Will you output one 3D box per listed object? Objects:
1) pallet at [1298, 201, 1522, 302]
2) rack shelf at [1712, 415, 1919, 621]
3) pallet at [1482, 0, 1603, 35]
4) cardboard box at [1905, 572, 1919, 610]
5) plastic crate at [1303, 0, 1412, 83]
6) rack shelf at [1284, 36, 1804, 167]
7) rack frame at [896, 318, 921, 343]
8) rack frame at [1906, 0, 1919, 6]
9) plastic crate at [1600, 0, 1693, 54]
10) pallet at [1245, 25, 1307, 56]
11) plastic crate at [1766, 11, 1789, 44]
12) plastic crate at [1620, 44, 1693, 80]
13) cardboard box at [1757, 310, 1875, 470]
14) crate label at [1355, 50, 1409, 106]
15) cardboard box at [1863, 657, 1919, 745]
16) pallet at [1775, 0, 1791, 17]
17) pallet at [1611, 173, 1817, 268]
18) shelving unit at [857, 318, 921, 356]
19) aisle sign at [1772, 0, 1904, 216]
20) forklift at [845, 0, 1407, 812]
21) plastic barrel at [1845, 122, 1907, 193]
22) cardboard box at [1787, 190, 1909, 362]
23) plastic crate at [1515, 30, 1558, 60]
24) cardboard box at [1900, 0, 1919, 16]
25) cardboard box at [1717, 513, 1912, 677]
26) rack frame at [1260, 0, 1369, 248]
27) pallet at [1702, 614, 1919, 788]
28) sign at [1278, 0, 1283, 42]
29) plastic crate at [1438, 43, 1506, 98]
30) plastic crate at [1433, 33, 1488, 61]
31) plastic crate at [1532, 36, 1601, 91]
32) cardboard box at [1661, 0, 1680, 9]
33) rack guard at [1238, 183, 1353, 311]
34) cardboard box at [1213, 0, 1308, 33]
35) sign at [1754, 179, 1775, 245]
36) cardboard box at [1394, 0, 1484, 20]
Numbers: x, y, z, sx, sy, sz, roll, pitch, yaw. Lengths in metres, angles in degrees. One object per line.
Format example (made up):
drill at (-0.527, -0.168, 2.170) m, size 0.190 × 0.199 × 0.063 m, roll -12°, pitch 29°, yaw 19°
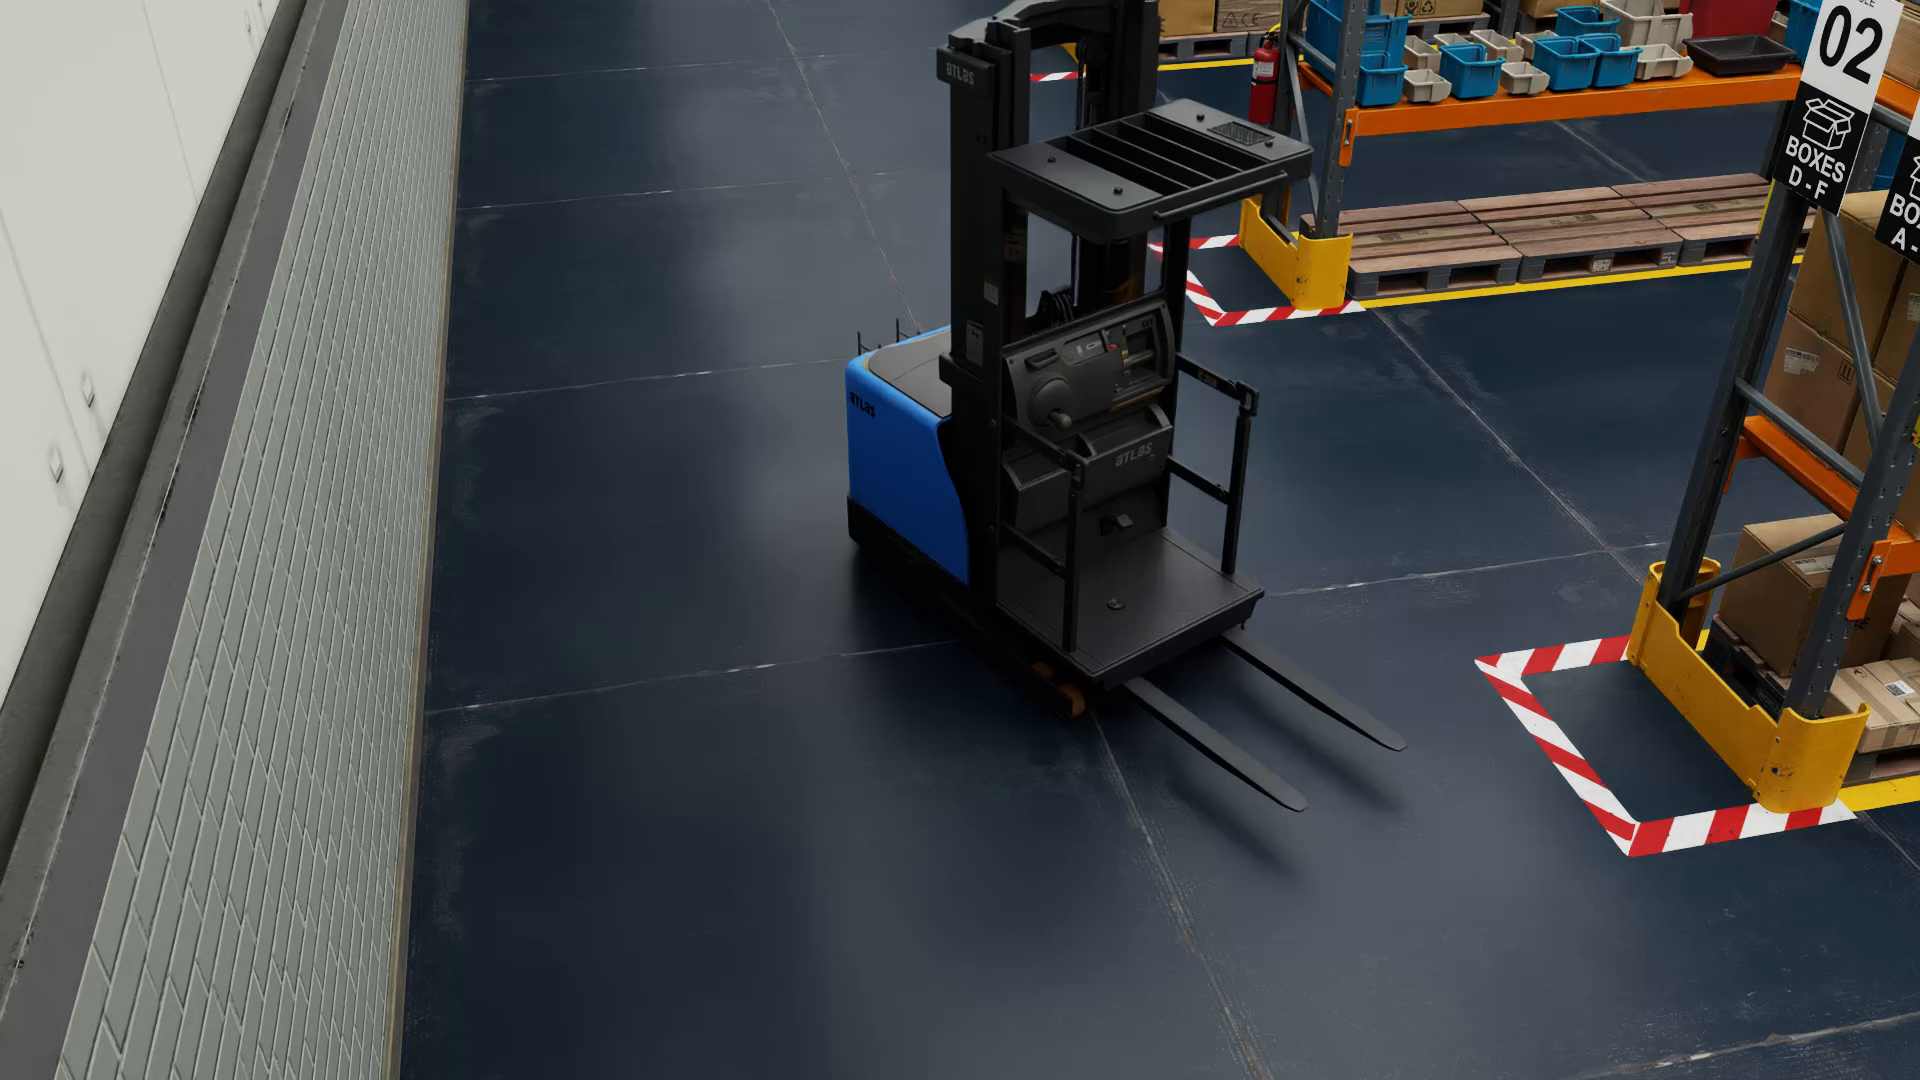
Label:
pallet at (3.108, -2.026, 11.579) m, size 1.213 × 0.211 × 1.003 m, roll -7°, pitch 35°, yaw -11°
rack shelf at (5.335, -0.358, 7.237) m, size 4.000 × 0.370 × 1.077 m, roll -7°, pitch 35°, yaw -11°
pallet at (5.840, -5.265, 16.406) m, size 1.213 × 0.211 × 1.003 m, roll -7°, pitch 35°, yaw -11°
cardboard box at (4.793, 0.247, 7.763) m, size 0.500 × 0.250 × 0.500 m, roll -7°, pitch 35°, yaw -11°
plastic crate at (2.580, -3.286, 10.869) m, size 0.499 × 0.435 × 0.616 m, roll -7°, pitch 35°, yaw -11°
rack shelf at (4.246, -3.051, 11.250) m, size 4.000 × 0.370 × 1.077 m, roll -7°, pitch 35°, yaw -11°
rack frame at (-0.265, -0.666, 8.801) m, size 0.008 × 1.050 × 0.200 m, roll -24°, pitch 41°, yaw -31°
rack frame at (3.384, -2.902, 4.999) m, size 0.127 × 3.000 × 1.000 m, roll -7°, pitch 35°, yaw -11°
plastic crate at (4.666, -3.483, 11.301) m, size 0.530 × 0.282 × 0.437 m, roll -7°, pitch 35°, yaw -11°
pallet at (3.152, -4.926, 15.902) m, size 1.213 × 0.211 × 1.003 m, roll -7°, pitch 35°, yaw -11°
plastic crate at (5.711, -3.531, 11.503) m, size 0.243 × 0.136 × 0.396 m, roll -7°, pitch 35°, yaw -11°
plastic crate at (4.564, -3.133, 10.910) m, size 0.466 × 0.136 × 0.293 m, roll -7°, pitch 35°, yaw -11°
cardboard box at (3.761, -0.655, 6.945) m, size 0.500 × 0.500 × 0.500 m, roll -6°, pitch 34°, yaw -9°
crate label at (2.608, -2.910, 10.491) m, size 0.303 × 0.233 × 0.416 m, roll -7°, pitch 35°, yaw -11°
cardboard box at (4.112, 0.687, 7.181) m, size 0.250 × 0.166 × 0.380 m, roll -7°, pitch 35°, yaw -11°
pallet at (8.220, -5.565, 16.853) m, size 1.213 × 0.211 × 1.003 m, roll -7°, pitch 35°, yaw -11°
pallet at (5.488, -2.326, 12.026) m, size 1.213 × 0.211 × 1.003 m, roll -7°, pitch 35°, yaw -11°
shelving unit at (-0.361, -0.624, 8.738) m, size 0.252 × 1.050 × 0.215 m, roll -24°, pitch 41°, yaw -31°
aisle sign at (3.250, -1.648, 6.182) m, size 0.004 × 0.787 × 0.394 m, roll -7°, pitch 35°, yaw -11°
forklift at (0.714, -0.716, 7.187) m, size 1.130 × 2.935 × 3.031 m, roll -23°, pitch 40°, yaw -30°
plastic barrel at (6.731, -2.956, 11.969) m, size 0.708 × 0.901 × 0.600 m, roll -7°, pitch 35°, yaw -11°
cardboard box at (3.757, -1.072, 6.668) m, size 0.500 × 0.500 × 0.500 m, roll -7°, pitch 35°, yaw -11°
plastic crate at (3.887, -3.339, 11.217) m, size 0.250 × 0.136 × 0.298 m, roll -7°, pitch 35°, yaw -11°
cardboard box at (3.829, -2.003, 6.038) m, size 0.500 × 0.250 × 0.500 m, roll -7°, pitch 35°, yaw -11°
cardboard box at (3.860, 0.244, 7.543) m, size 0.500 × 0.500 × 0.500 m, roll -7°, pitch 35°, yaw -11°
rack frame at (2.295, -3.103, 10.683) m, size 0.127 × 3.000 × 1.000 m, roll -7°, pitch 35°, yaw -11°
pallet at (4.236, 0.639, 7.608) m, size 1.213 × 0.211 × 1.003 m, roll -7°, pitch 35°, yaw -11°
sign at (2.158, -3.468, 11.080) m, size 0.005 × 0.325 × 0.100 m, roll -7°, pitch 35°, yaw -11°
plastic crate at (3.250, -2.991, 10.612) m, size 0.300 × 0.233 × 0.416 m, roll -7°, pitch 35°, yaw -11°
plastic crate at (3.336, -3.245, 11.077) m, size 0.243 × 0.136 × 0.396 m, roll -7°, pitch 35°, yaw -11°
plastic crate at (3.893, -3.072, 10.733) m, size 0.300 × 0.233 × 0.416 m, roll -7°, pitch 35°, yaw -11°
cardboard box at (6.595, -5.779, 16.200) m, size 0.875 × 0.875 × 1.225 m, roll -8°, pitch 35°, yaw -12°
rack guard at (2.274, -2.056, 11.364) m, size 0.348 × 0.500 × 1.175 m, roll -7°, pitch 35°, yaw -11°
cardboard box at (2.696, -5.322, 15.518) m, size 0.875 × 0.875 × 0.875 m, roll -7°, pitch 35°, yaw -11°
sign at (3.281, -1.327, 6.713) m, size 0.005 × 0.325 × 0.100 m, roll -7°, pitch 35°, yaw -11°
cardboard box at (4.442, -5.542, 15.846) m, size 0.875 × 0.875 × 0.875 m, roll -7°, pitch 35°, yaw -11°
